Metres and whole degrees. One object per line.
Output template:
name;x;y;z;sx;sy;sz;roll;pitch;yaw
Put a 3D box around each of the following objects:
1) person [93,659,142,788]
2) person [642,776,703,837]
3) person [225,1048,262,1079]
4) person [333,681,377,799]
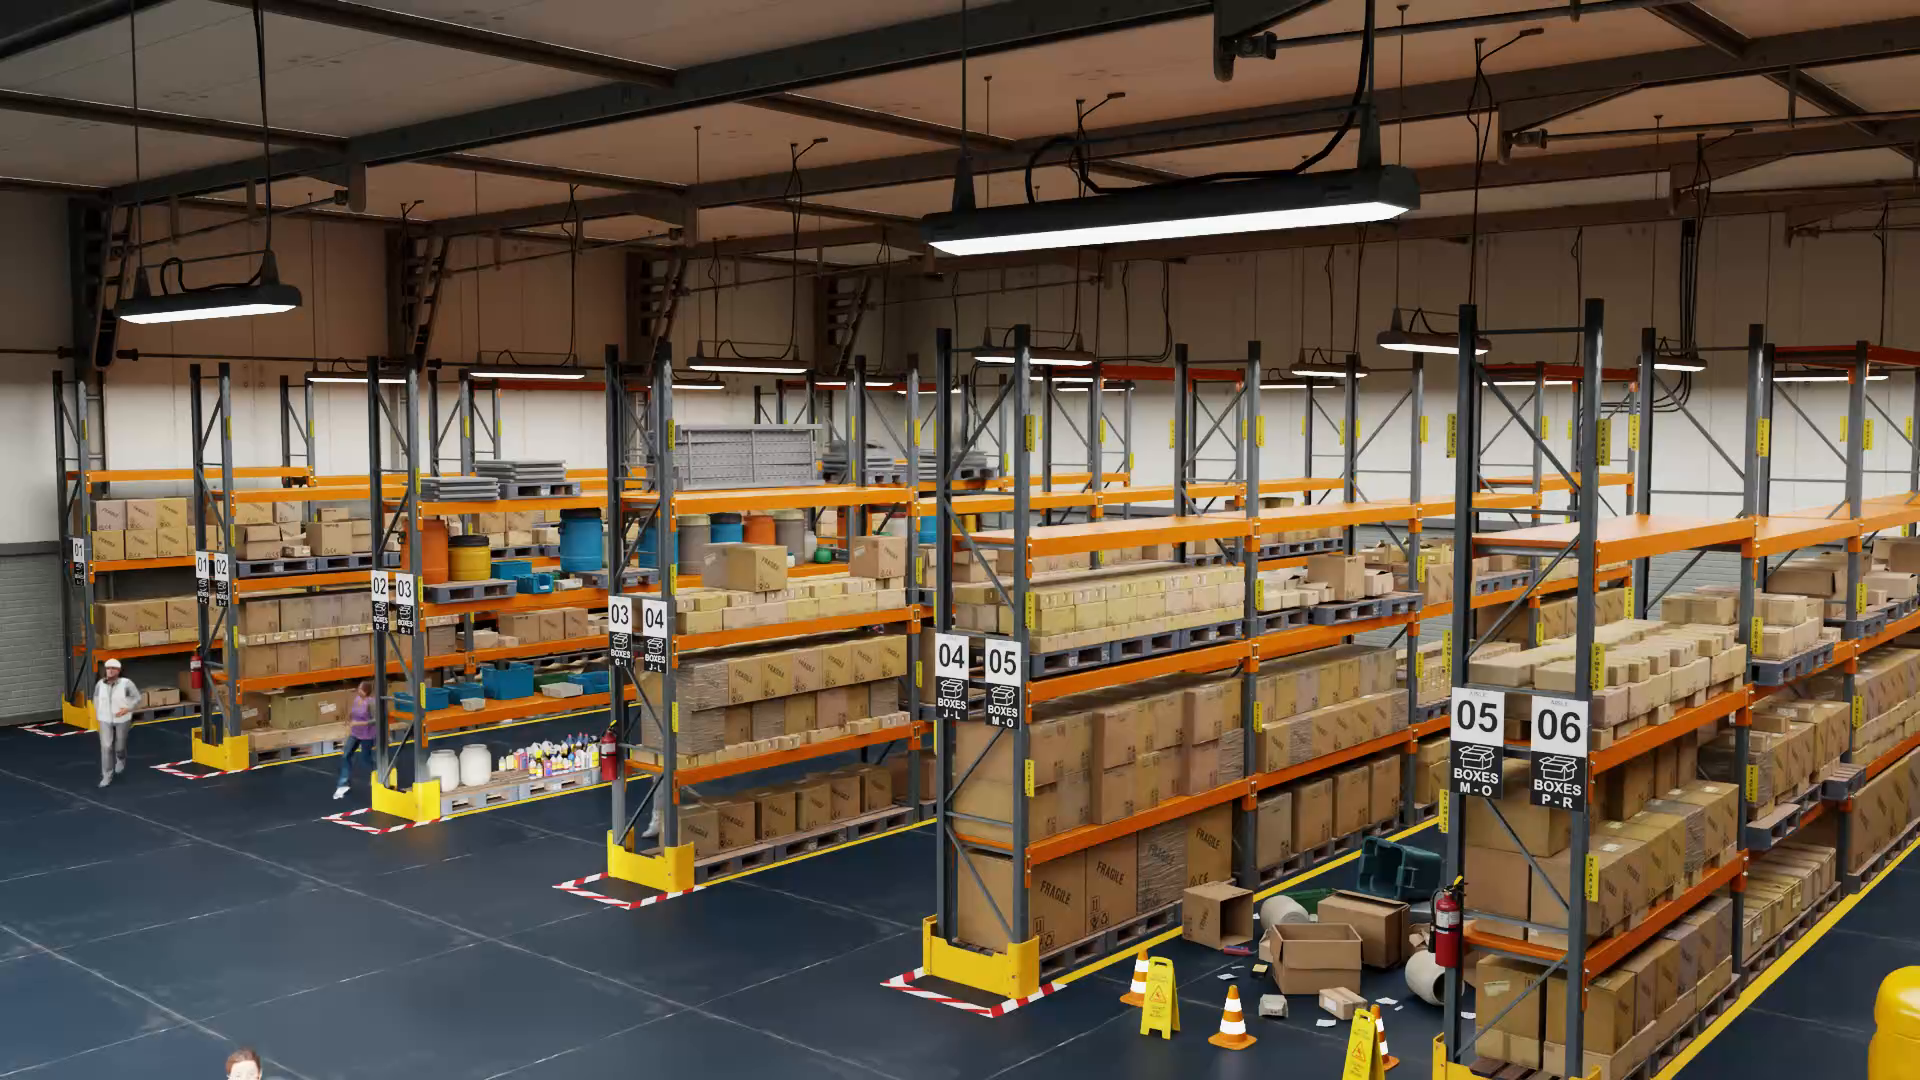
person;-12.025;2.568;23.750;0.668;1.790;0.835;-1;4;-14
person;-3.585;2.747;20.670;0.683;1.769;0.943;3;5;40
person;-3.927;3.634;9.178;0.570;1.664;0.908;-2;5;-26
person;-8.210;2.727;22.973;0.568;1.608;0.827;2;5;24
